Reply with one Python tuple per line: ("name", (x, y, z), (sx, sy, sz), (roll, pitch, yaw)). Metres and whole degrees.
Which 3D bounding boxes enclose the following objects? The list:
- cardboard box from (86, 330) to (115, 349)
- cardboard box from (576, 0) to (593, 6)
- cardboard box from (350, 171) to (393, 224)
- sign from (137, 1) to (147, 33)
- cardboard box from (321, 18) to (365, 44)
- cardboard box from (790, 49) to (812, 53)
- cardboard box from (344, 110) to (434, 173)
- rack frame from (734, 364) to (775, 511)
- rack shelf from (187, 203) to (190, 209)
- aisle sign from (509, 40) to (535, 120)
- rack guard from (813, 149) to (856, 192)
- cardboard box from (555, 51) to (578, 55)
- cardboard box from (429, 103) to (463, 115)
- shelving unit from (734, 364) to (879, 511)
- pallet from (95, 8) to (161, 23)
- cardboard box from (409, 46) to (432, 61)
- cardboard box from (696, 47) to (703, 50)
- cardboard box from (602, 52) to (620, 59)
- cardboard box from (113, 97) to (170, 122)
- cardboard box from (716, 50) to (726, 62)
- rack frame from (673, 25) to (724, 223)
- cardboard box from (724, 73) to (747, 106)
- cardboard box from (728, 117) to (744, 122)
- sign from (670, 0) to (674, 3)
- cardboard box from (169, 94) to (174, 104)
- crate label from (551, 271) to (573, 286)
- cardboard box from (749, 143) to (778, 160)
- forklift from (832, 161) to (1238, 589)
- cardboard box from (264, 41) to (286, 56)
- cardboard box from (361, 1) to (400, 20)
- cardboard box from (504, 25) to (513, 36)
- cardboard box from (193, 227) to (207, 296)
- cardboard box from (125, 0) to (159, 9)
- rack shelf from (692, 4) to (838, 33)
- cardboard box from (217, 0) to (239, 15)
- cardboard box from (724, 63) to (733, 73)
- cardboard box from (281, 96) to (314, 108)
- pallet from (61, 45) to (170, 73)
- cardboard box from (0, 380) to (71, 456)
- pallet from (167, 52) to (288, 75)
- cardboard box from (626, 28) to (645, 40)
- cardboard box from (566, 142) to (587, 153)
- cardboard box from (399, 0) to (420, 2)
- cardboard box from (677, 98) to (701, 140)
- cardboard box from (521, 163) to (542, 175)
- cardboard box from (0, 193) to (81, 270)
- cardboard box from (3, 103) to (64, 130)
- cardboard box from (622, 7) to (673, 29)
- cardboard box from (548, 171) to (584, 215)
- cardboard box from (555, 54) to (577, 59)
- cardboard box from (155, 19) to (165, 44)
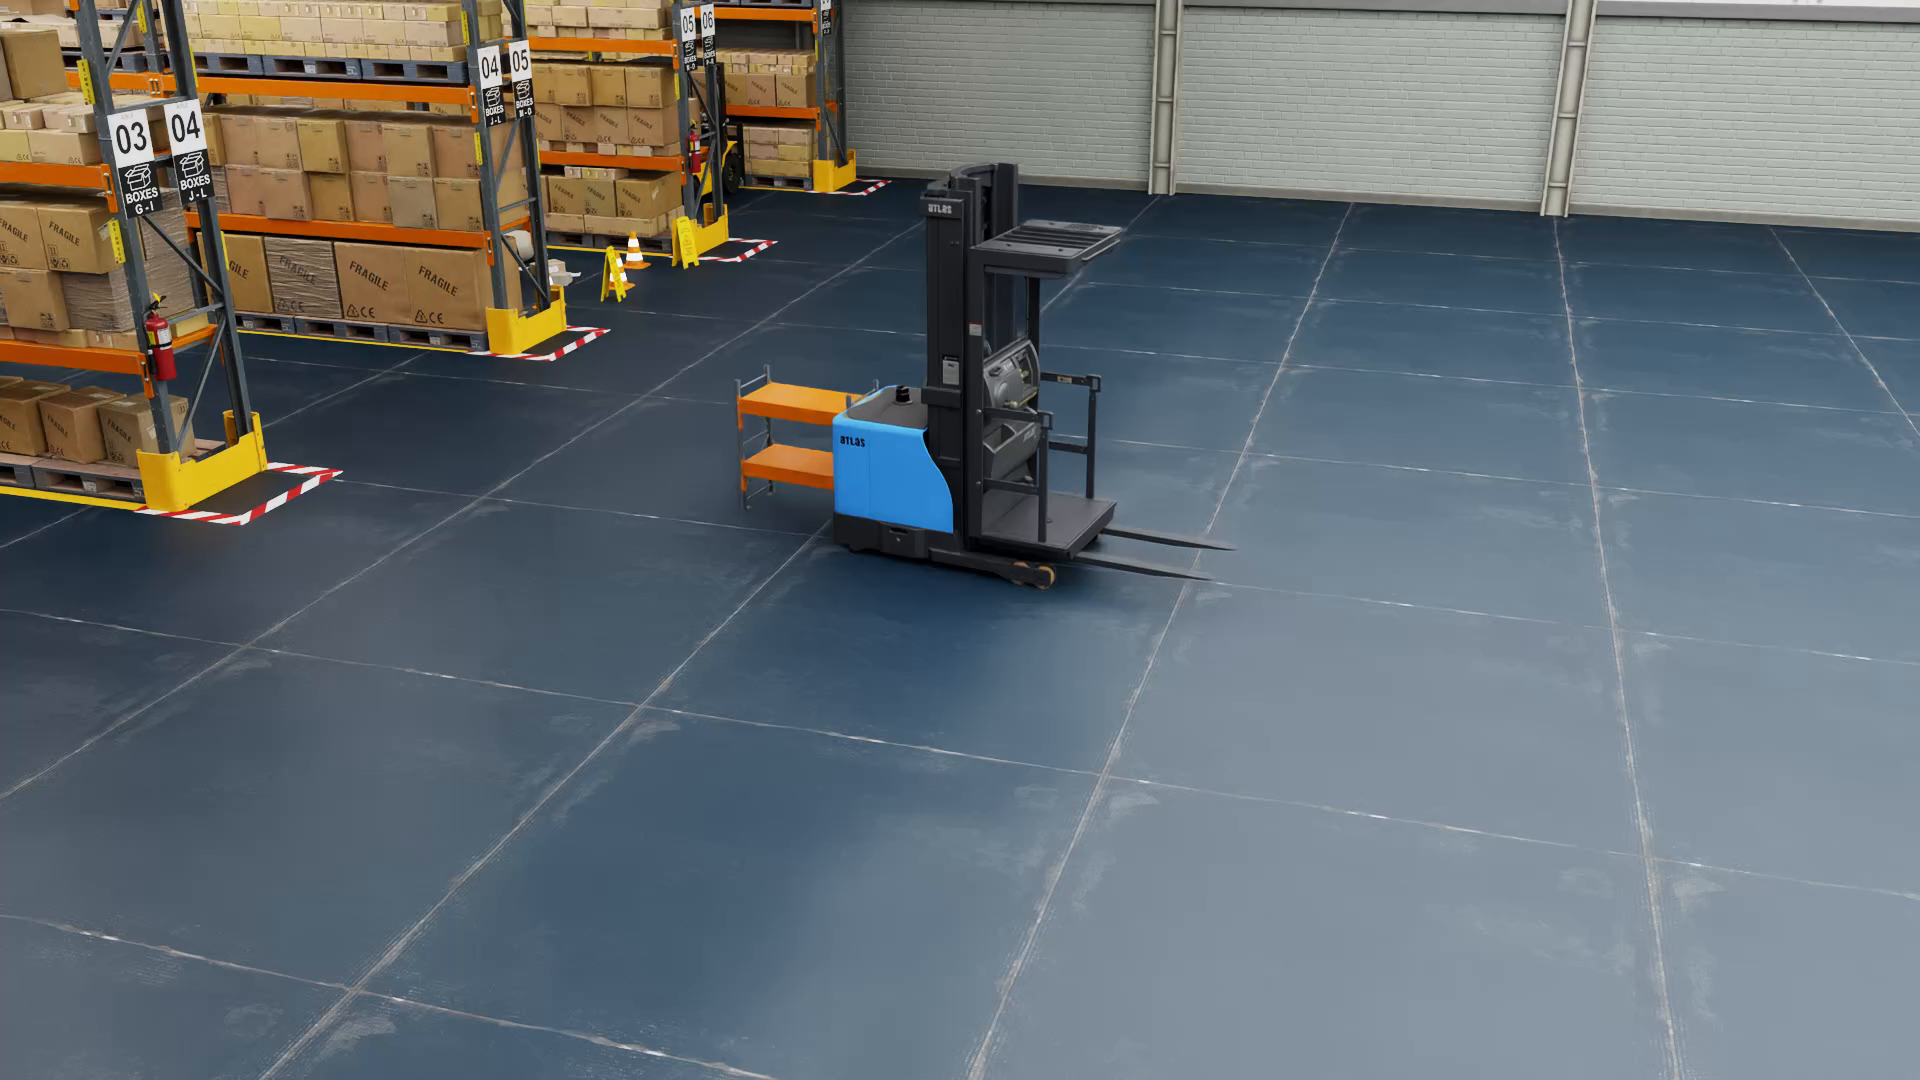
("cardboard box", (-6.946, -1.702, 13.703), (0.250, 0.149, 0.380), (7, 23, 16))
("cardboard box", (-4.867, -7.145, 21.968), (0.250, 0.149, 0.380), (7, 23, 16))
("cardboard box", (-6.246, -3.878, 18.480), (0.550, 0.550, 0.875), (7, 23, 16))
("sign", (-8.822, -5.638, 17.919), (0.005, 0.325, 0.100), (7, 23, 16))
("cardboard box", (-6.354, -5.385, 17.517), (0.500, 0.250, 0.500), (6, 23, 15))
("cardboard box", (-2.578, -7.889, 27.077), (0.250, 0.149, 0.380), (7, 23, 17))
("cardboard box", (-6.239, -4.387, 18.296), (0.550, 0.550, 0.875), (7, 23, 16))
("rack frame", (-1.695, -0.847, 13.757), (0.032, 1.125, 0.500), (10, 24, 23))
("rack shelf", (-10.590, -3.950, 19.801), (4.000, 0.370, 1.077), (7, 23, 16))
("aisle sign", (-4.691, -4.929, 17.814), (0.004, 0.787, 0.394), (7, 23, 16))
("rack guard", (-2.059, -6.080, 27.338), (0.348, 0.500, 1.175), (7, 23, 16))
("cardboard box", (-6.667, -8.216, 28.266), (0.250, 0.149, 0.380), (6, 23, 15))
("cardboard box", (-7.001, -5.908, 23.101), (0.500, 0.500, 0.500), (6, 23, 15))
("shelving unit", (-1.233, -0.766, 13.559), (1.048, 1.125, 0.538), (10, 24, 23))
("pallet", (-11.803, -7.664, 24.202), (1.003, 0.211, 1.213), (8, 24, 18))
("cardboard box", (-5.503, -5.079, 17.297), (0.250, 0.149, 0.380), (7, 23, 16))
("cardboard box", (-4.302, -8.084, 27.552), (0.250, 0.149, 0.380), (6, 23, 15))
("cardboard box", (-5.692, -8.019, 27.392), (0.250, 0.149, 0.380), (7, 23, 17))
("cardboard box", (-6.572, -3.451, 13.356), (0.250, 0.149, 0.380), (6, 23, 15))
("cardboard box", (-3.956, -7.851, 26.985), (0.250, 0.149, 0.380), (7, 23, 16))
("rack frame", (-3.512, -5.435, 22.472), (0.127, 3.000, 1.000), (7, 23, 16))
("cardboard box", (-3.614, -7.360, 27.033), (0.500, 0.500, 0.500), (6, 23, 14))
("cardboard box", (-3.931, -6.916, 27.835), (0.500, 0.250, 0.500), (6, 23, 14))
("sign", (-3.692, -7.033, 21.249), (0.005, 0.325, 0.100), (7, 23, 16))
("cardboard box", (-11.708, -6.435, 24.448), (0.500, 0.250, 0.500), (6, 23, 15))
("crate label", (-5.062, -3.312, 21.069), (0.298, 0.136, 0.250), (-5, 23, -12))
("cardboard box", (-3.115, -6.391, 27.214), (0.500, 0.250, 0.500), (6, 23, 15))
("forklift", (0.570, -1.224, 12.297), (3.031, 2.935, 1.130), (10, 24, 23))
("cardboard box", (-7.205, -5.274, 17.772), (0.250, 0.149, 0.380), (7, 23, 16))
("cardboard box", (-5.998, -5.504, 17.283), (0.250, 0.149, 0.380), (7, 23, 16))
("cardboard box", (-5.905, -6.848, 22.297), (0.250, 0.149, 0.380), (6, 23, 14))
("cardboard box", (-9.295, -3.253, 19.563), (0.750, 0.750, 1.050), (6, 23, 15))
("cardboard box", (-11.576, -7.928, 23.909), (0.637, 0.503, 0.797), (5, 23, 12))
("rack shelf", (-3.997, -8.513, 26.972), (4.000, 0.370, 1.077), (7, 23, 16))
("cardboard box", (-7.695, -5.698, 17.757), (0.250, 0.149, 0.380), (6, 23, 15))
("cardboard box", (-3.730, -7.653, 26.893), (0.250, 0.149, 0.380), (7, 23, 16))
("cardboard box", (-9.319, -6.389, 23.720), (0.500, 0.500, 0.500), (6, 23, 13))
("pallet", (-9.567, -5.446, 18.798), (1.217, 0.209, 0.805), (6, 23, 13))
("cardboard box", (-8.144, -1.075, 14.584), (0.500, 0.500, 0.500), (9, 24, 20))
("pallet", (-7.895, -5.317, 18.349), (1.213, 0.211, 1.003), (7, 23, 16))
("cardboard box", (-4.182, -6.659, 21.836), (0.250, 0.149, 0.380), (7, 23, 16))
("cardboard box", (-5.177, -5.397, 22.710), (0.250, 0.149, 0.380), (6, 23, 15))
("cardboard box", (-5.799, -5.742, 17.864), (0.250, 0.149, 0.380), (7, 23, 16))
("cardboard box", (-3.886, -5.771, 22.769), (0.500, 0.500, 0.500), (6, 23, 15))
("cardboard box", (-6.001, -5.160, 23.029), (0.250, 0.149, 0.380), (8, 24, 19))
("cardboard box", (-7.453, -2.504, 13.486), (0.500, 0.500, 0.500), (7, 23, 16))
("cardboard box", (-7.240, -3.316, 13.025), (0.250, 0.149, 0.380), (6, 23, 13))
("cardboard box", (-4.080, -6.849, 21.773), (0.500, 0.250, 0.500), (6, 23, 15))
("cardboard box", (-5.336, -4.811, 23.033), (0.500, 0.500, 0.500), (6, 23, 14))
("cardboard box", (-6.555, -8.002, 27.744), (0.250, 0.149, 0.380), (6, 23, 15))
("cardboard box", (-9.181, -5.787, 18.870), (0.396, 0.266, 0.258), (6, 23, 15))
